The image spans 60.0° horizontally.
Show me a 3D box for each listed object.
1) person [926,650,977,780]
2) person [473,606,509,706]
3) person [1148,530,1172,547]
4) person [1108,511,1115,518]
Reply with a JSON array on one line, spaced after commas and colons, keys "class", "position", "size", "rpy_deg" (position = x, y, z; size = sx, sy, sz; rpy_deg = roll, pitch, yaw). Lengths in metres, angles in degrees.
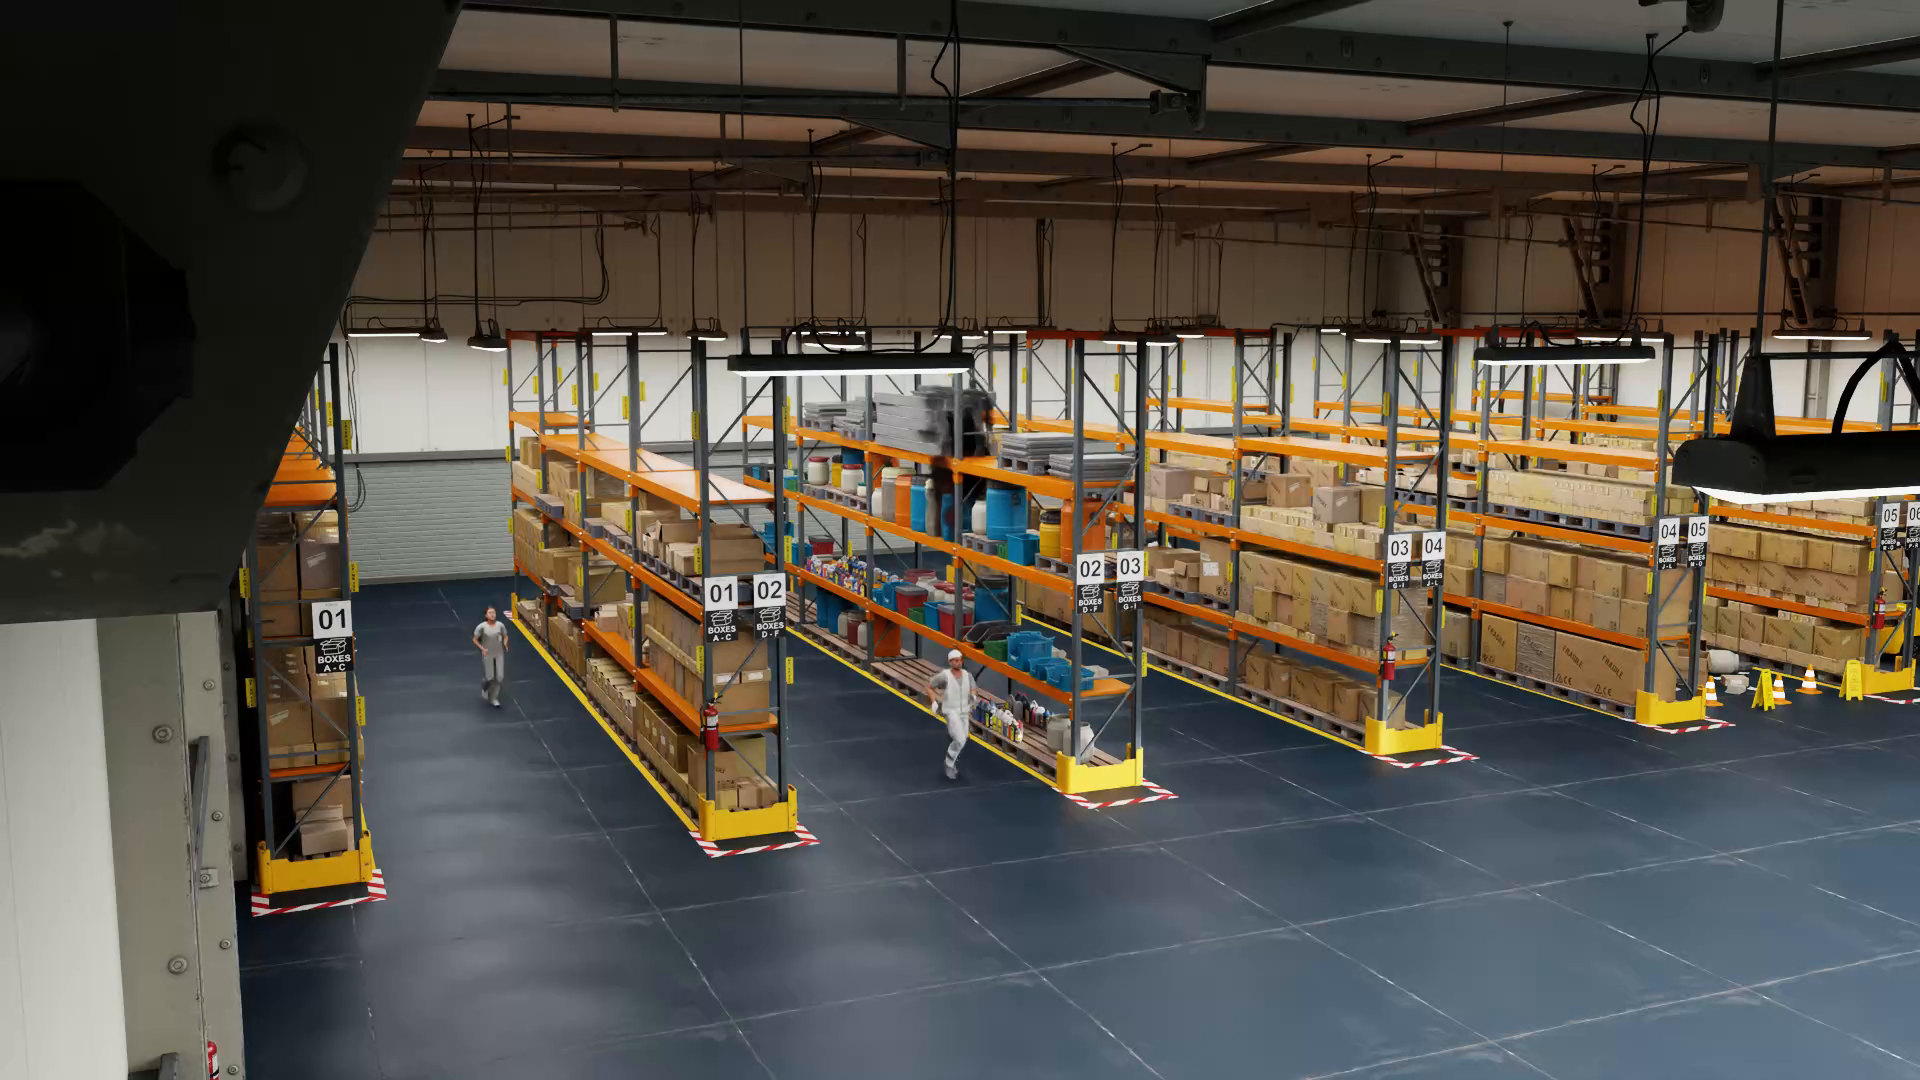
[{"class": "person", "position": [-0.040, 2.378, 22.617], "size": [0.648, 1.772, 0.688], "rpy_deg": [-5, 9, -34]}, {"class": "person", "position": [-7.574, 1.870, 26.945], "size": [0.561, 1.619, 0.588], "rpy_deg": [-5, 9, -32]}, {"class": "person", "position": [4.260, 0.643, 35.237], "size": [0.677, 1.761, 0.963], "rpy_deg": [-3, 8, -22]}, {"class": "person", "position": [3.544, 0.153, 39.440], "size": [0.580, 1.725, 0.719], "rpy_deg": [-1, 8, -6]}]
